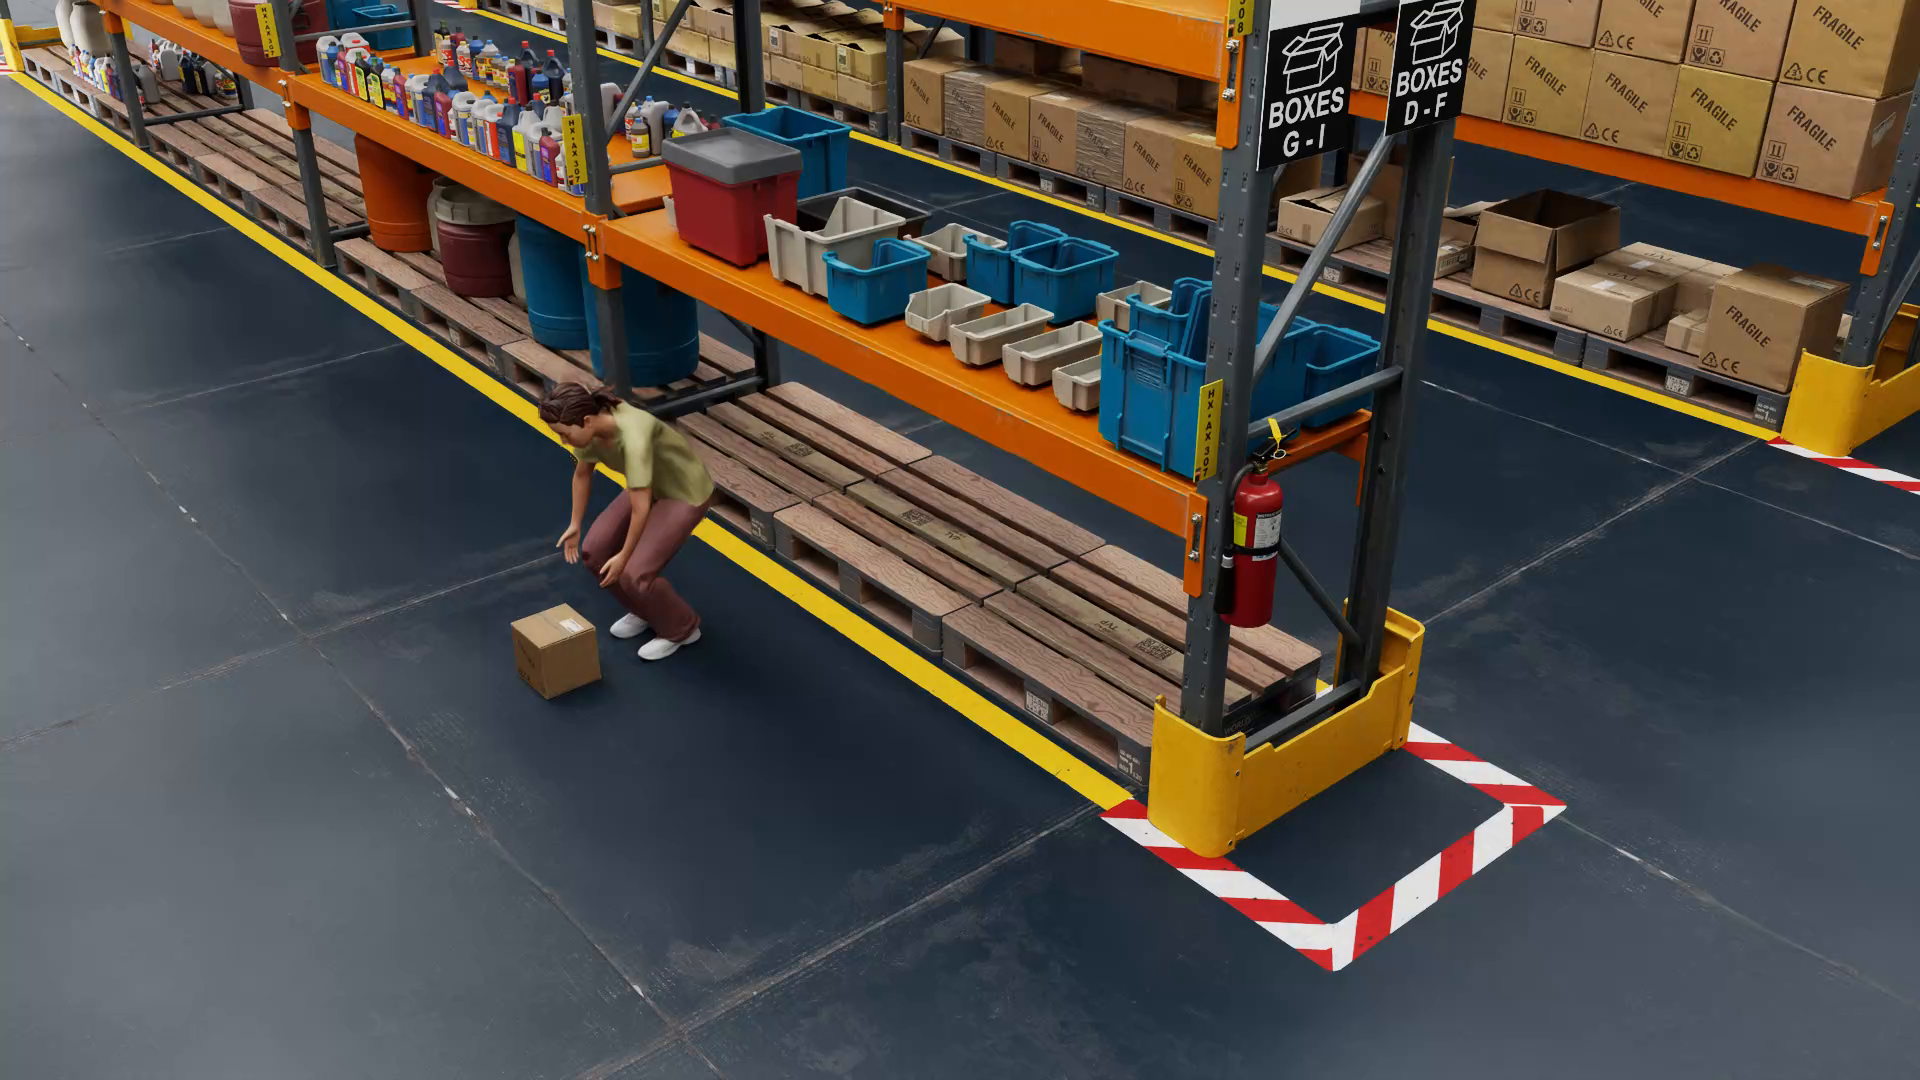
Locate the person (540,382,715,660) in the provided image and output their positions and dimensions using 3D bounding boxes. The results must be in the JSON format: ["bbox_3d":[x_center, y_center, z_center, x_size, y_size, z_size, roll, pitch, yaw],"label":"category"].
[{"bbox_3d":[-1.318,-0.108,6.753,0.696,1.275,0.511,-22,35,-35],"label":"person"}]
